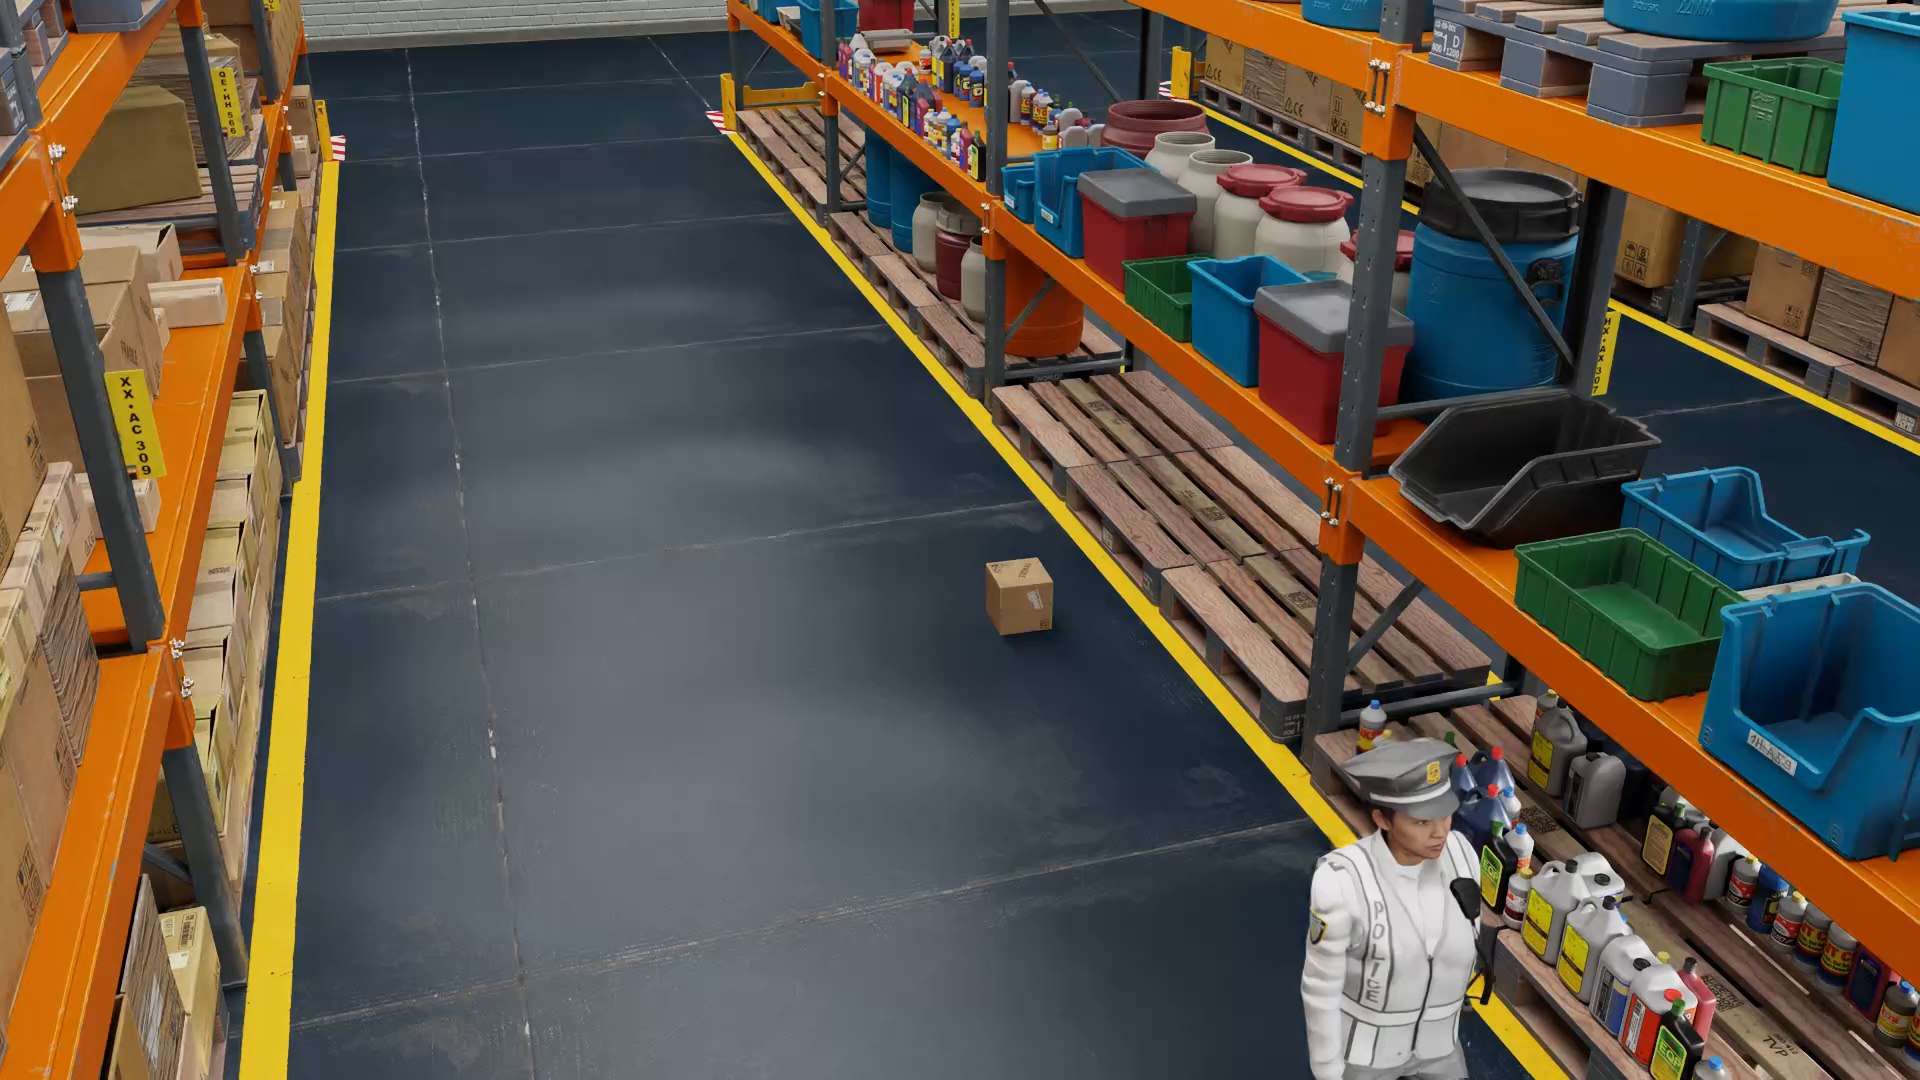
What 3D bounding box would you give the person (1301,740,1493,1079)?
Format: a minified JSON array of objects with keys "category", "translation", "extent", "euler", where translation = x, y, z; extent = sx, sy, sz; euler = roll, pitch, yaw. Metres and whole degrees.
[{"category":"person","translation":[1.052,1.241,4.058],"extent":[0.479,1.702,0.432],"euler":[-7,27,-13]}]
